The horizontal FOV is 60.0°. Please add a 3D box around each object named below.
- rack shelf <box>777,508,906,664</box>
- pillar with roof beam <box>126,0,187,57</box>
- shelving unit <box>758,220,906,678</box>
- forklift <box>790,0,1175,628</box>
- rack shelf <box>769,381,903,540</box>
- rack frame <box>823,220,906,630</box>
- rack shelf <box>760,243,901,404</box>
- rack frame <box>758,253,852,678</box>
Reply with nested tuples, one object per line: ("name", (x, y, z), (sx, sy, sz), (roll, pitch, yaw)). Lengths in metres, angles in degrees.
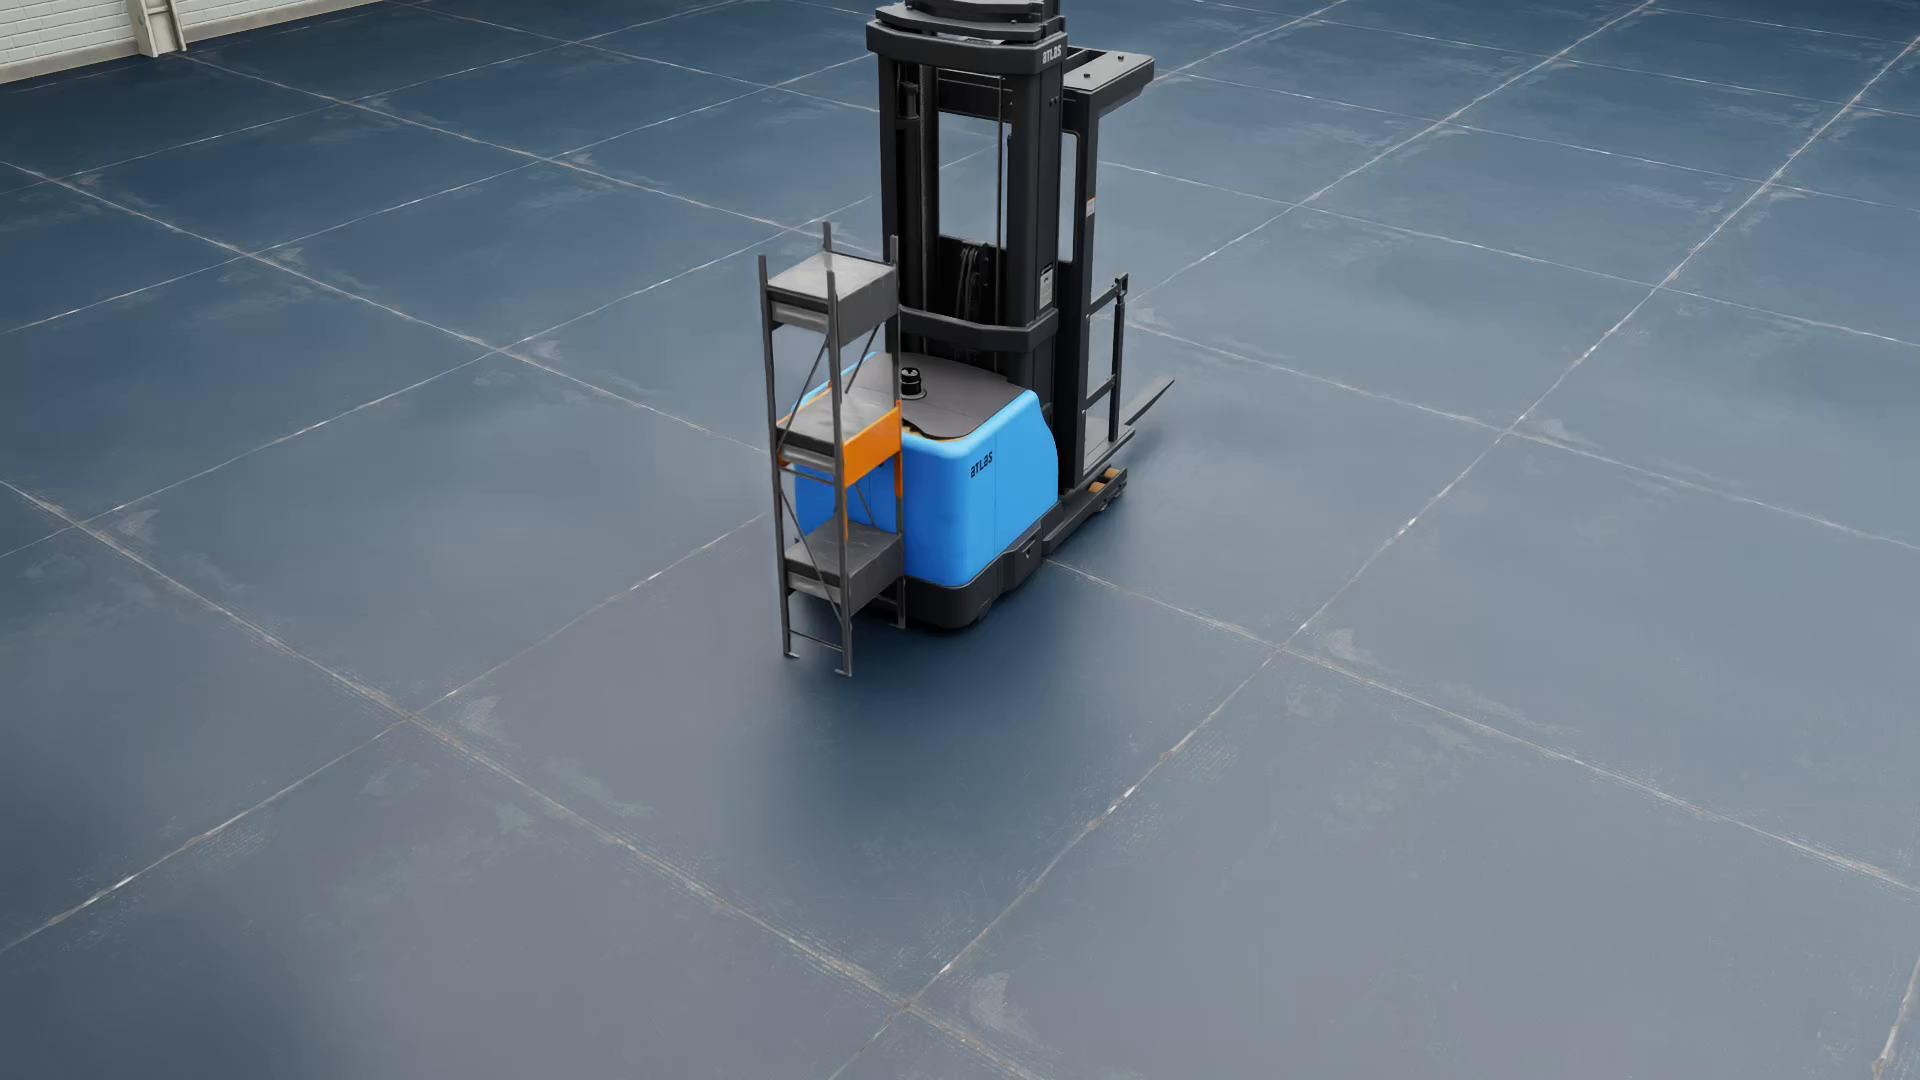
("rack shelf", (-0.579, 0.220, 8.219), (0.431, 0.518, 0.480), (17, 35, 26))
("pillar with roof beam", (-5.362, -7.936, 13.815), (9.100, 9.000, 0.400), (21, 37, 31))
("shelving unit", (-0.579, -0.394, 7.855), (0.431, 2.100, 0.503), (17, 35, 26))
("forklift", (0.315, -1.534, 8.964), (1.130, 2.935, 3.031), (17, 34, 26))
("rack shelf", (-0.579, -0.383, 7.862), (0.431, 0.518, 0.480), (17, 35, 26))
("rack frame", (-0.452, -0.501, 8.035), (0.400, 2.100, 0.015), (17, 35, 26))
("rack shelf", (-0.578, -0.985, 7.506), (0.431, 0.518, 0.480), (17, 35, 26))
("rack frame", (-0.705, -0.288, 7.676), (0.400, 2.100, 0.015), (17, 35, 26))
